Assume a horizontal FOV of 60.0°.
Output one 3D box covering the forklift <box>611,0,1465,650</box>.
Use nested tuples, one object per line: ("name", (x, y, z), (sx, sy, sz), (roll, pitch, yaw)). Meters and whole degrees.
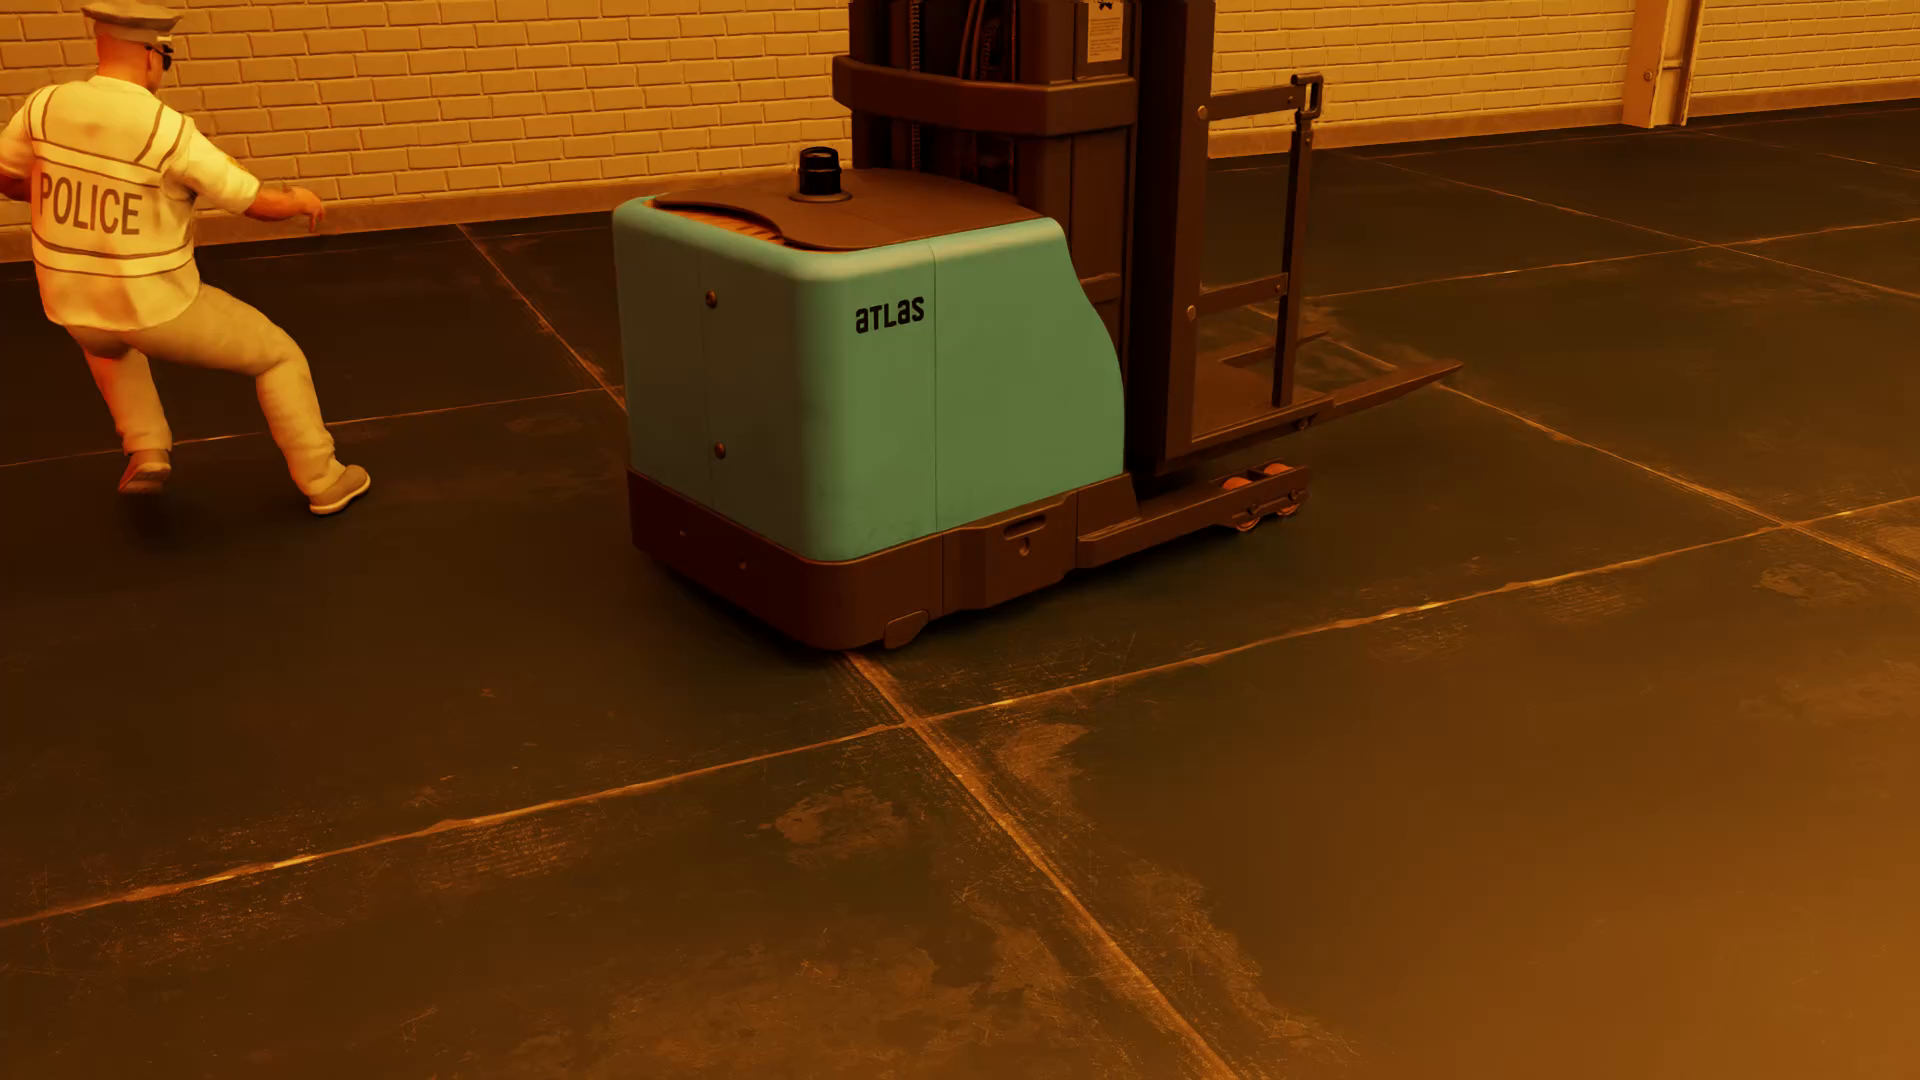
("forklift", (0.479, -1.518, 4.940), (3.031, 2.935, 1.130), (-18, 29, -37))

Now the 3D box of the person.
("person", (-2.408, -0.838, 5.072), (0.907, 1.567, 0.768), (1, 23, 3))
